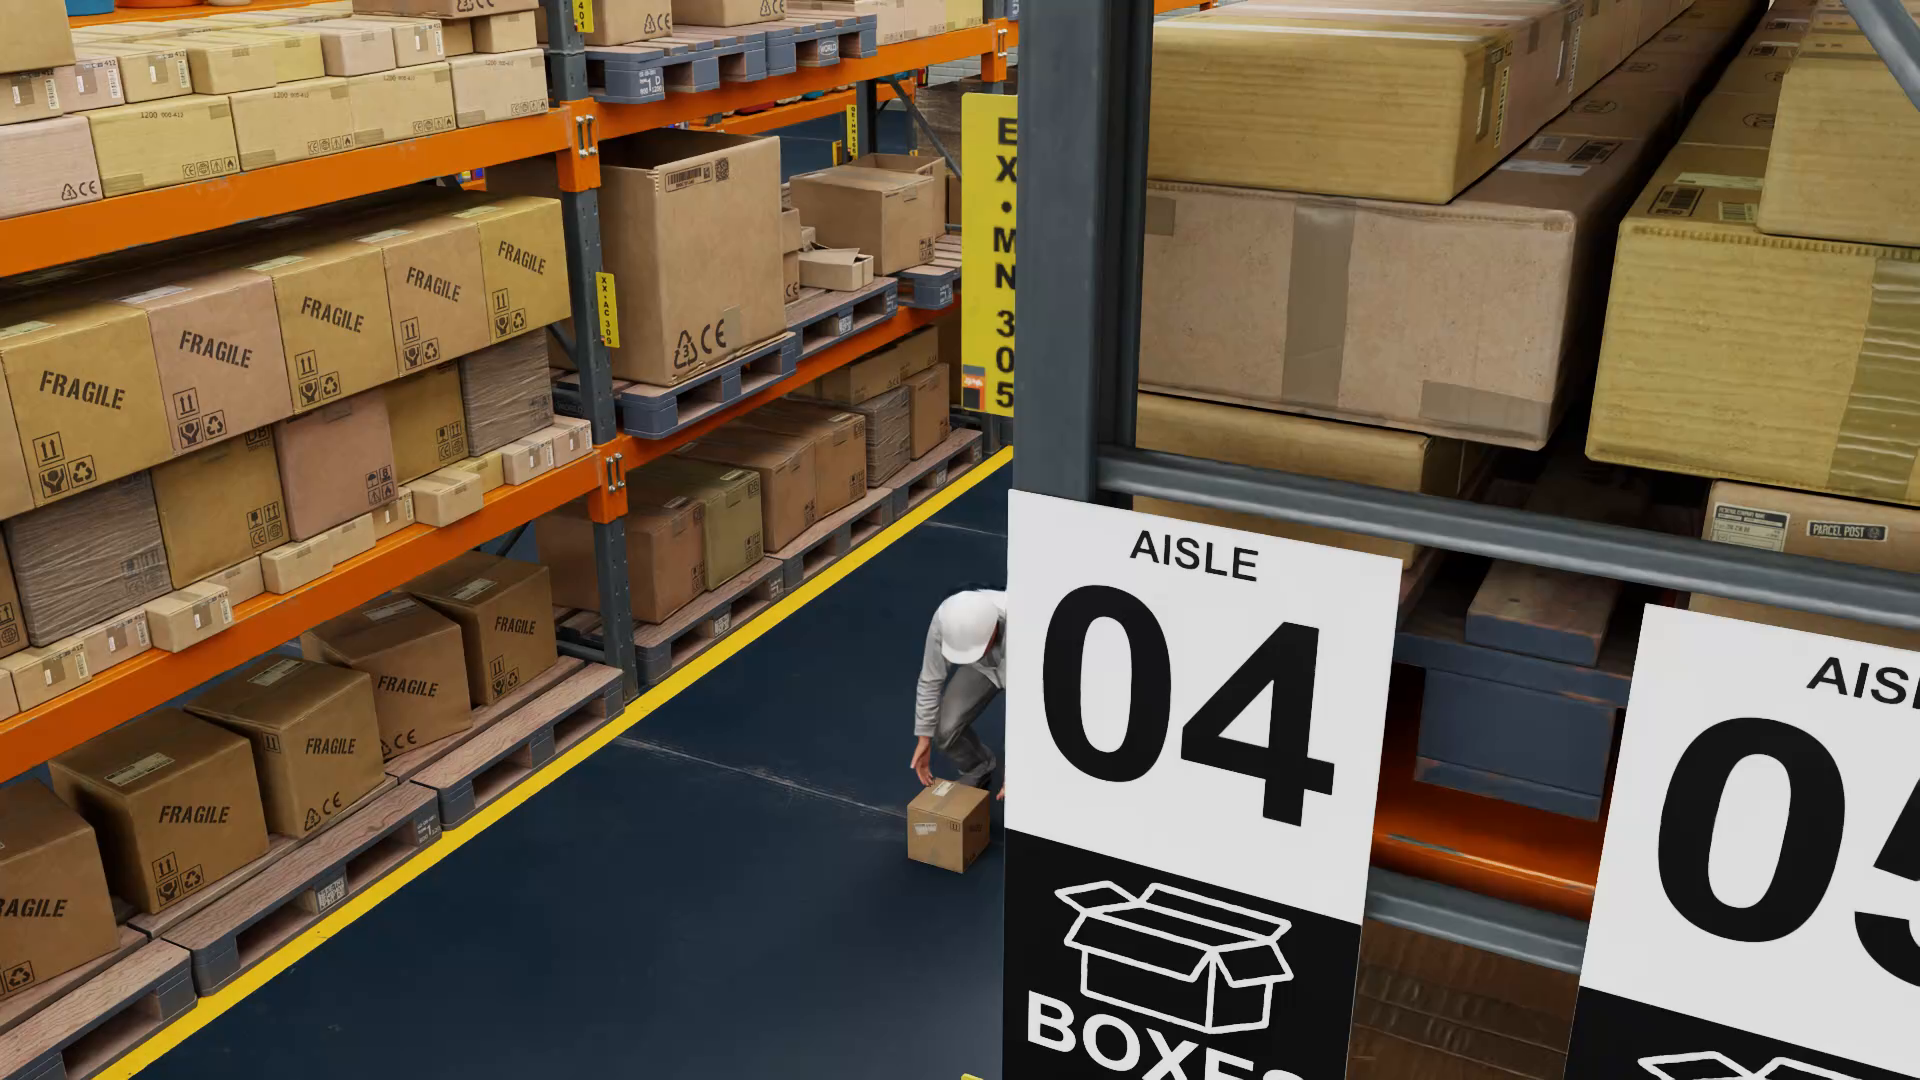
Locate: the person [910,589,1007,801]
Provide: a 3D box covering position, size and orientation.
[{"bbox_3d":[0.157,0.623,6.870,0.564,1.154,0.869,11,25,25],"label":"person"}]
